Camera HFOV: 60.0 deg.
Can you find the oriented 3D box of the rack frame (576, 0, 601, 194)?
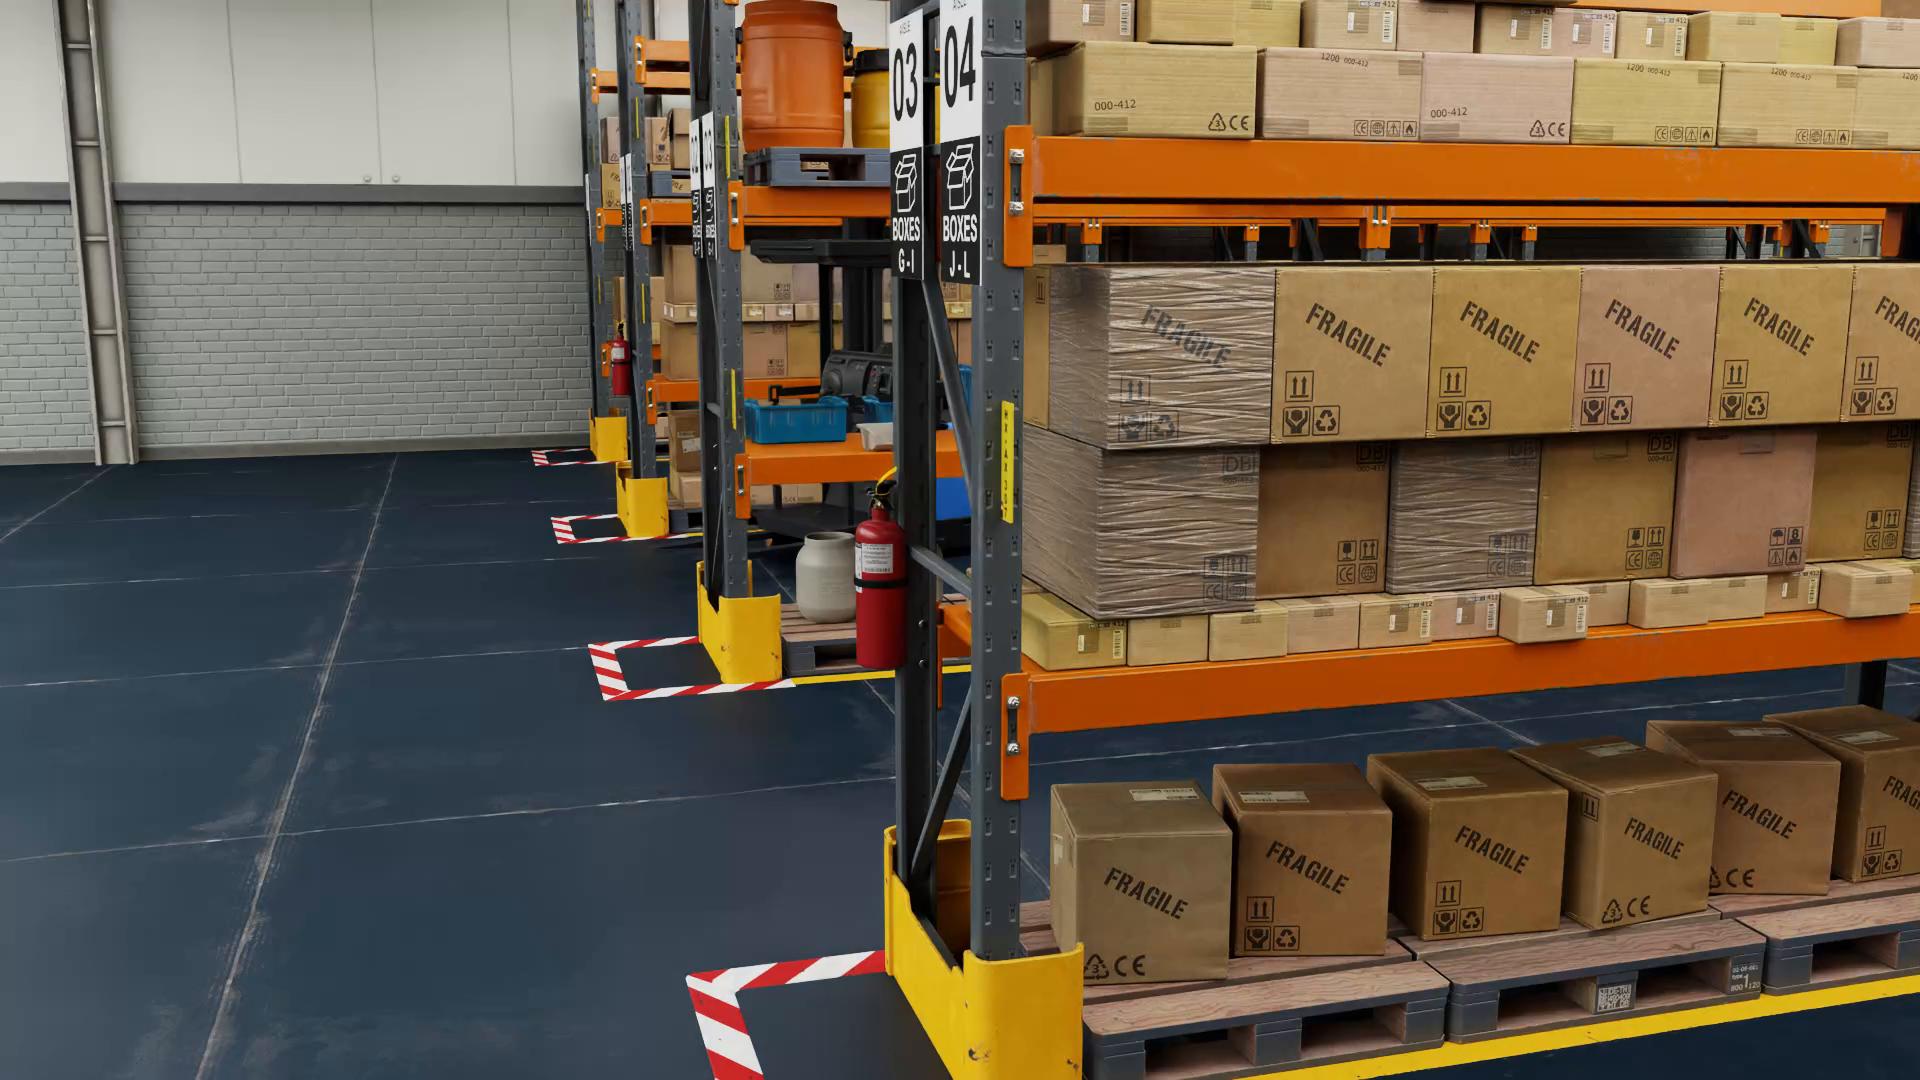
[{"bbox_3d":[-4.177,-5.415,18.605,0.127,3.000,1.000,-3,11,-16],"label":"rack frame"}]

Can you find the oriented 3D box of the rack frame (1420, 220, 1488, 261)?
[{"bbox_3d":[4.892,-2.008,16.671,0.127,3.000,1.000,-3,11,-16],"label":"rack frame"}]

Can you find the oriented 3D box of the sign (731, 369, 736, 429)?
[{"bbox_3d":[-1.258,-0.782,9.247,0.005,0.325,0.100,-3,11,-16],"label":"sign"}]

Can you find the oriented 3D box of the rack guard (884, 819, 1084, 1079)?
[{"bbox_3d":[0.049,1.344,5.363,0.348,0.500,1.175,-3,11,-16],"label":"rack guard"}]

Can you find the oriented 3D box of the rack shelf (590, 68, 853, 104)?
[{"bbox_3d":[-2.257,-5.161,19.220,4.000,0.370,1.077,-3,11,-16],"label":"rack shelf"}]

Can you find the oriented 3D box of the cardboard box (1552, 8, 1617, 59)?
[{"bbox_3d":[1.790,-1.533,5.117,0.250,0.149,0.380,-3,11,-17],"label":"cardboard box"}]

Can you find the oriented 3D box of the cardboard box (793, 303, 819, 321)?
[{"bbox_3d":[-1.361,-2.007,14.593,0.250,0.149,0.380,-3,11,-18],"label":"cardboard box"}]

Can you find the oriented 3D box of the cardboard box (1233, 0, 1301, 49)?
[{"bbox_3d":[0.789,-1.483,4.845,0.250,0.149,0.380,-3,11,-17],"label":"cardboard box"}]

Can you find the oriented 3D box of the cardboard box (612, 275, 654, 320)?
[{"bbox_3d":[-3.784,-2.830,19.422,0.500,0.500,0.500,-3,11,-17],"label":"cardboard box"}]

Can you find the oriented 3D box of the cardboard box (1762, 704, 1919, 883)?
[{"bbox_3d":[3.422,0.953,6.332,0.500,0.500,0.500,-3,11,-18],"label":"cardboard box"}]

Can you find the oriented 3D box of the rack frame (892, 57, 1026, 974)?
[{"bbox_3d":[-0.024,0.119,5.116,0.127,3.000,1.000,-3,11,-16],"label":"rack frame"}]

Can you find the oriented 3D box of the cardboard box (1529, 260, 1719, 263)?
[{"bbox_3d":[2.354,-0.741,5.930,0.500,0.500,0.500,-3,11,-16],"label":"cardboard box"}]

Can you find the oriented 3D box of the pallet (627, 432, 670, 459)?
[{"bbox_3d":[-3.314,-1.132,19.611,1.213,0.211,1.003,-3,11,-16],"label":"pallet"}]

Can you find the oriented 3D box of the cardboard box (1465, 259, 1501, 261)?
[{"bbox_3d":[6.968,-3.578,21.971,0.500,0.250,0.500,-3,11,-15],"label":"cardboard box"}]

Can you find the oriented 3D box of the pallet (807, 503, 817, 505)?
[{"bbox_3d":[-0.897,-0.339,15.305,1.213,0.211,1.003,-3,11,-16],"label":"pallet"}]

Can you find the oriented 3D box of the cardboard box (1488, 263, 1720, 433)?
[{"bbox_3d":[2.021,-0.625,5.296,0.500,0.500,0.500,-3,11,-16],"label":"cardboard box"}]

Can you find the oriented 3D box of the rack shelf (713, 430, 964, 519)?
[{"bbox_3d":[0.512,-0.490,10.408,4.000,0.370,1.077,-3,11,-16],"label":"rack shelf"}]

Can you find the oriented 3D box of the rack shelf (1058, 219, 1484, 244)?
[{"bbox_3d":[2.972,-3.028,15.914,4.000,0.370,1.077,-3,11,-16],"label":"rack shelf"}]

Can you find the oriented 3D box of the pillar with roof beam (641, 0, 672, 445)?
[{"bbox_3d":[-2.544,-4.852,15.549,0.400,9.000,9.100,-3,11,-16],"label":"pillar with roof beam"}]

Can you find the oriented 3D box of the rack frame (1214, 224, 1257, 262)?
[{"bbox_3d":[3.504,-2.869,21.347,0.127,3.000,1.000,-3,11,-16],"label":"rack frame"}]

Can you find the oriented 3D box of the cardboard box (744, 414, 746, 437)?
[{"bbox_3d":[-1.732,-0.841,14.691,0.500,0.500,0.500,-3,11,-16],"label":"cardboard box"}]

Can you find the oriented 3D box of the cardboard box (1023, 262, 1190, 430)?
[{"bbox_3d":[0.435,-0.639,5.374,0.500,0.500,0.500,-3,11,-16],"label":"cardboard box"}]

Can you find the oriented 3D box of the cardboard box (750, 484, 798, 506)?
[{"bbox_3d":[-1.733,-0.472,14.761,0.500,0.250,0.500,-3,11,-16],"label":"cardboard box"}]

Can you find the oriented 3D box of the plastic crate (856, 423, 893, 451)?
[{"bbox_3d":[-0.459,-0.602,9.759,0.250,0.136,0.298,-3,11,-16],"label":"plastic crate"}]

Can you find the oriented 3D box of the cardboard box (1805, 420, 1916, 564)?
[{"bbox_3d":[2.878,-0.248,6.010,0.500,0.500,0.875,-3,11,-16],"label":"cardboard box"}]

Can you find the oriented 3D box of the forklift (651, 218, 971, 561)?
[{"bbox_3d":[-0.951,-1.297,12.995,3.031,2.935,1.130,-9,13,-39],"label":"forklift"}]

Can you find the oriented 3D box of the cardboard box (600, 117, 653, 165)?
[{"bbox_3d":[-3.739,-4.468,18.652,0.500,0.500,0.500,-4,11,-20],"label":"cardboard box"}]

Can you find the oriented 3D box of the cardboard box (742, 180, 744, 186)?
[{"bbox_3d":[-2.255,-4.051,19.149,0.500,0.500,0.500,-2,11,-12],"label":"cardboard box"}]

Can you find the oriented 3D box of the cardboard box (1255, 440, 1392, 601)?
[{"bbox_3d":[0.959,-0.146,5.456,0.500,0.500,0.875,-3,11,-16],"label":"cardboard box"}]

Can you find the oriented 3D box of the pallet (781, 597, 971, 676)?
[{"bbox_3d":[-0.567,0.577,10.329,1.213,0.211,1.003,-3,11,-16],"label":"pallet"}]

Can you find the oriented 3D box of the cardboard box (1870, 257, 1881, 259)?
[{"bbox_3d":[9.759,-2.753,17.677,0.500,0.500,0.500,-3,11,-18],"label":"cardboard box"}]

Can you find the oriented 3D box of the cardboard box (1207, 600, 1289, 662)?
[{"bbox_3d":[0.806,0.250,5.097,0.250,0.149,0.380,-3,11,-16],"label":"cardboard box"}]

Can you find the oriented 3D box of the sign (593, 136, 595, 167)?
[{"bbox_3d":[-4.025,-4.275,18.285,0.005,0.325,0.100,-3,11,-16],"label":"sign"}]

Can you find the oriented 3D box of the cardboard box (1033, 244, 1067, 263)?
[{"bbox_3d":[0.627,-2.470,15.317,0.500,0.500,0.700,-3,11,-16],"label":"cardboard box"}]

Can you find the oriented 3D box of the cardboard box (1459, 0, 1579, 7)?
[{"bbox_3d":[1.477,-1.826,4.916,0.500,0.500,0.500,-3,11,-16],"label":"cardboard box"}]

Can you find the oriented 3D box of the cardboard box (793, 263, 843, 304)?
[{"bbox_3d":[-1.299,-2.368,14.765,0.500,0.500,0.700,-3,11,-16],"label":"cardboard box"}]

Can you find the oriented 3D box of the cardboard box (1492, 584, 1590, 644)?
[{"bbox_3d":[1.784,0.210,5.313,0.250,0.149,0.380,-3,11,-16],"label":"cardboard box"}]

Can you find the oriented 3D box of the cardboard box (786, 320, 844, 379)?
[{"bbox_3d":[-1.356,-1.726,14.859,0.500,0.500,0.700,-3,11,-16],"label":"cardboard box"}]

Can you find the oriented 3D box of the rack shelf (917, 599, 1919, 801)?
[{"bbox_3d":[1.897,0.371,5.731,4.000,0.370,1.077,-3,11,-16],"label":"rack shelf"}]

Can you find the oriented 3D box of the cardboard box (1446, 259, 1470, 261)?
[{"bbox_3d":[6.474,-3.553,21.840,0.500,0.250,0.500,-3,11,-15],"label":"cardboard box"}]

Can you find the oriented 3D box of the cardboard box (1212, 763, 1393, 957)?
[{"bbox_3d":[1.145,1.077,5.657,0.500,0.500,0.500,0,10,-1],"label":"cardboard box"}]

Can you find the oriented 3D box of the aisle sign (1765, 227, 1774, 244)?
[{"bbox_3d":[11.338,-4.504,23.047,0.004,0.787,0.394,-3,11,-16],"label":"aisle sign"}]

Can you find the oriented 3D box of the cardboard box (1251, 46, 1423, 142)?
[{"bbox_3d":[1.005,-1.289,4.894,0.500,0.250,0.500,-3,11,-17],"label":"cardboard box"}]

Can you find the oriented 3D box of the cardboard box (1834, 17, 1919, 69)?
[{"bbox_3d":[2.829,-1.571,5.321,0.250,0.149,0.380,-3,11,-18],"label":"cardboard box"}]

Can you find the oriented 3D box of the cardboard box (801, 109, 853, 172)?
[{"bbox_3d":[-1.118,-3.440,14.339,0.500,0.500,0.500,-3,11,-16],"label":"cardboard box"}]

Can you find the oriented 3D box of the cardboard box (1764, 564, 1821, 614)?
[{"bbox_3d":[2.707,0.137,5.712,0.250,0.149,0.380,-3,11,-16],"label":"cardboard box"}]

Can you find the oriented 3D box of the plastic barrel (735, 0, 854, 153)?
[{"bbox_3d":[-0.977,-2.682,9.698,0.708,0.830,0.600,-3,11,-16],"label":"plastic barrel"}]

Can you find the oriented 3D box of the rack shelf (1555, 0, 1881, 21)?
[{"bbox_3d":[4.353,-3.446,11.001,4.000,0.370,1.077,-3,11,-16],"label":"rack shelf"}]

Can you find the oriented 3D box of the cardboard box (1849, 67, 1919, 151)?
[{"bbox_3d":[2.948,-1.392,5.452,0.500,0.250,0.500,-3,11,-15],"label":"cardboard box"}]

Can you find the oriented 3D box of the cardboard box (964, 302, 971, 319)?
[{"bbox_3d":[0.110,-2.084,15.013,0.250,0.149,0.380,-3,11,-16],"label":"cardboard box"}]

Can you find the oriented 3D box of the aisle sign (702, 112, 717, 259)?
[{"bbox_3d":[-1.395,-1.966,9.261,0.004,0.787,0.394,-3,11,-16],"label":"aisle sign"}]

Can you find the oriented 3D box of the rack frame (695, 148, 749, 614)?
[{"bbox_3d":[-1.408,-0.742,9.793,0.127,3.000,1.000,-3,11,-16],"label":"rack frame"}]
